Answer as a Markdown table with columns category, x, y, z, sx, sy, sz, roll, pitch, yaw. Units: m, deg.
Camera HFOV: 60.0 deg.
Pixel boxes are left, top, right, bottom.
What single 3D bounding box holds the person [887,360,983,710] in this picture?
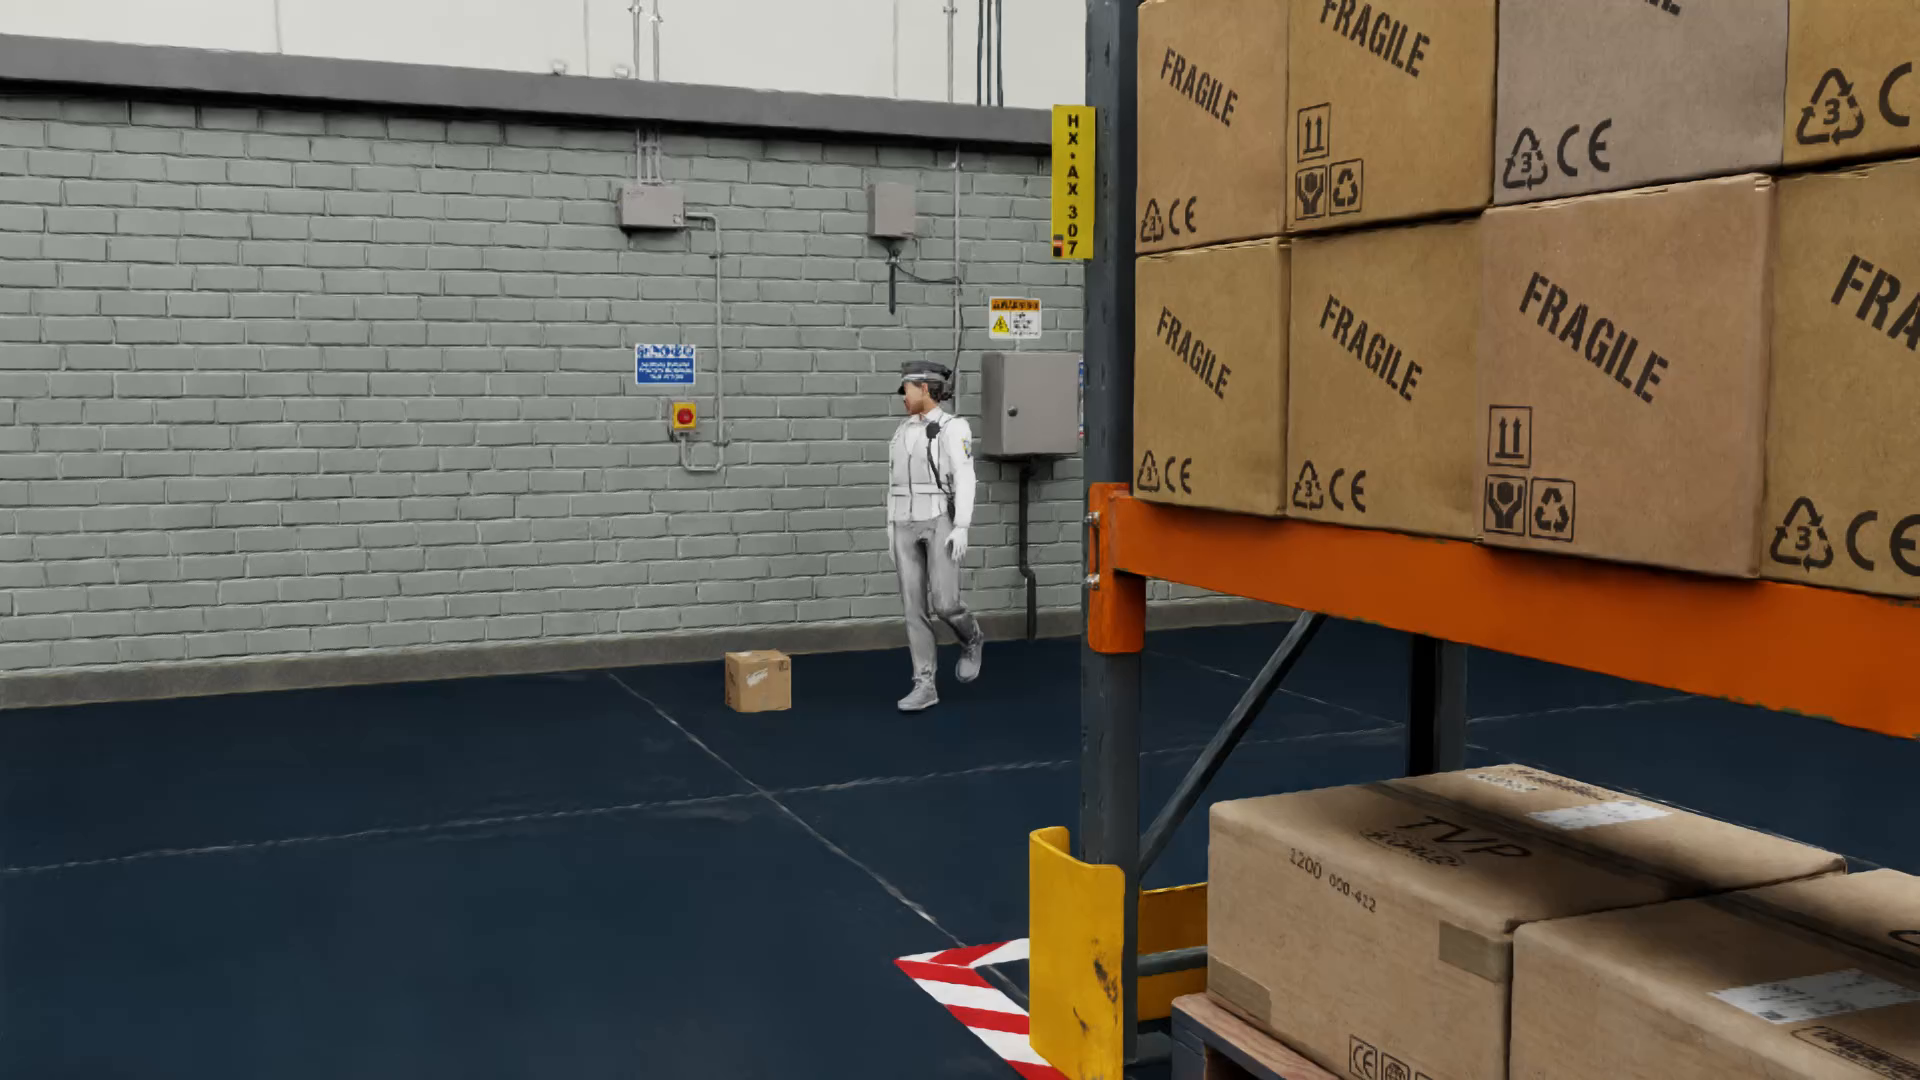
| category | x | y | z | sx | sy | sz | roll | pitch | yaw |
| --- | --- | --- | --- | --- | --- | --- | --- | --- | --- |
| person | -0.161 | -0.040 | 7.973 | 0.544 | 1.641 | 0.657 | 4 | 7 | 33 |
